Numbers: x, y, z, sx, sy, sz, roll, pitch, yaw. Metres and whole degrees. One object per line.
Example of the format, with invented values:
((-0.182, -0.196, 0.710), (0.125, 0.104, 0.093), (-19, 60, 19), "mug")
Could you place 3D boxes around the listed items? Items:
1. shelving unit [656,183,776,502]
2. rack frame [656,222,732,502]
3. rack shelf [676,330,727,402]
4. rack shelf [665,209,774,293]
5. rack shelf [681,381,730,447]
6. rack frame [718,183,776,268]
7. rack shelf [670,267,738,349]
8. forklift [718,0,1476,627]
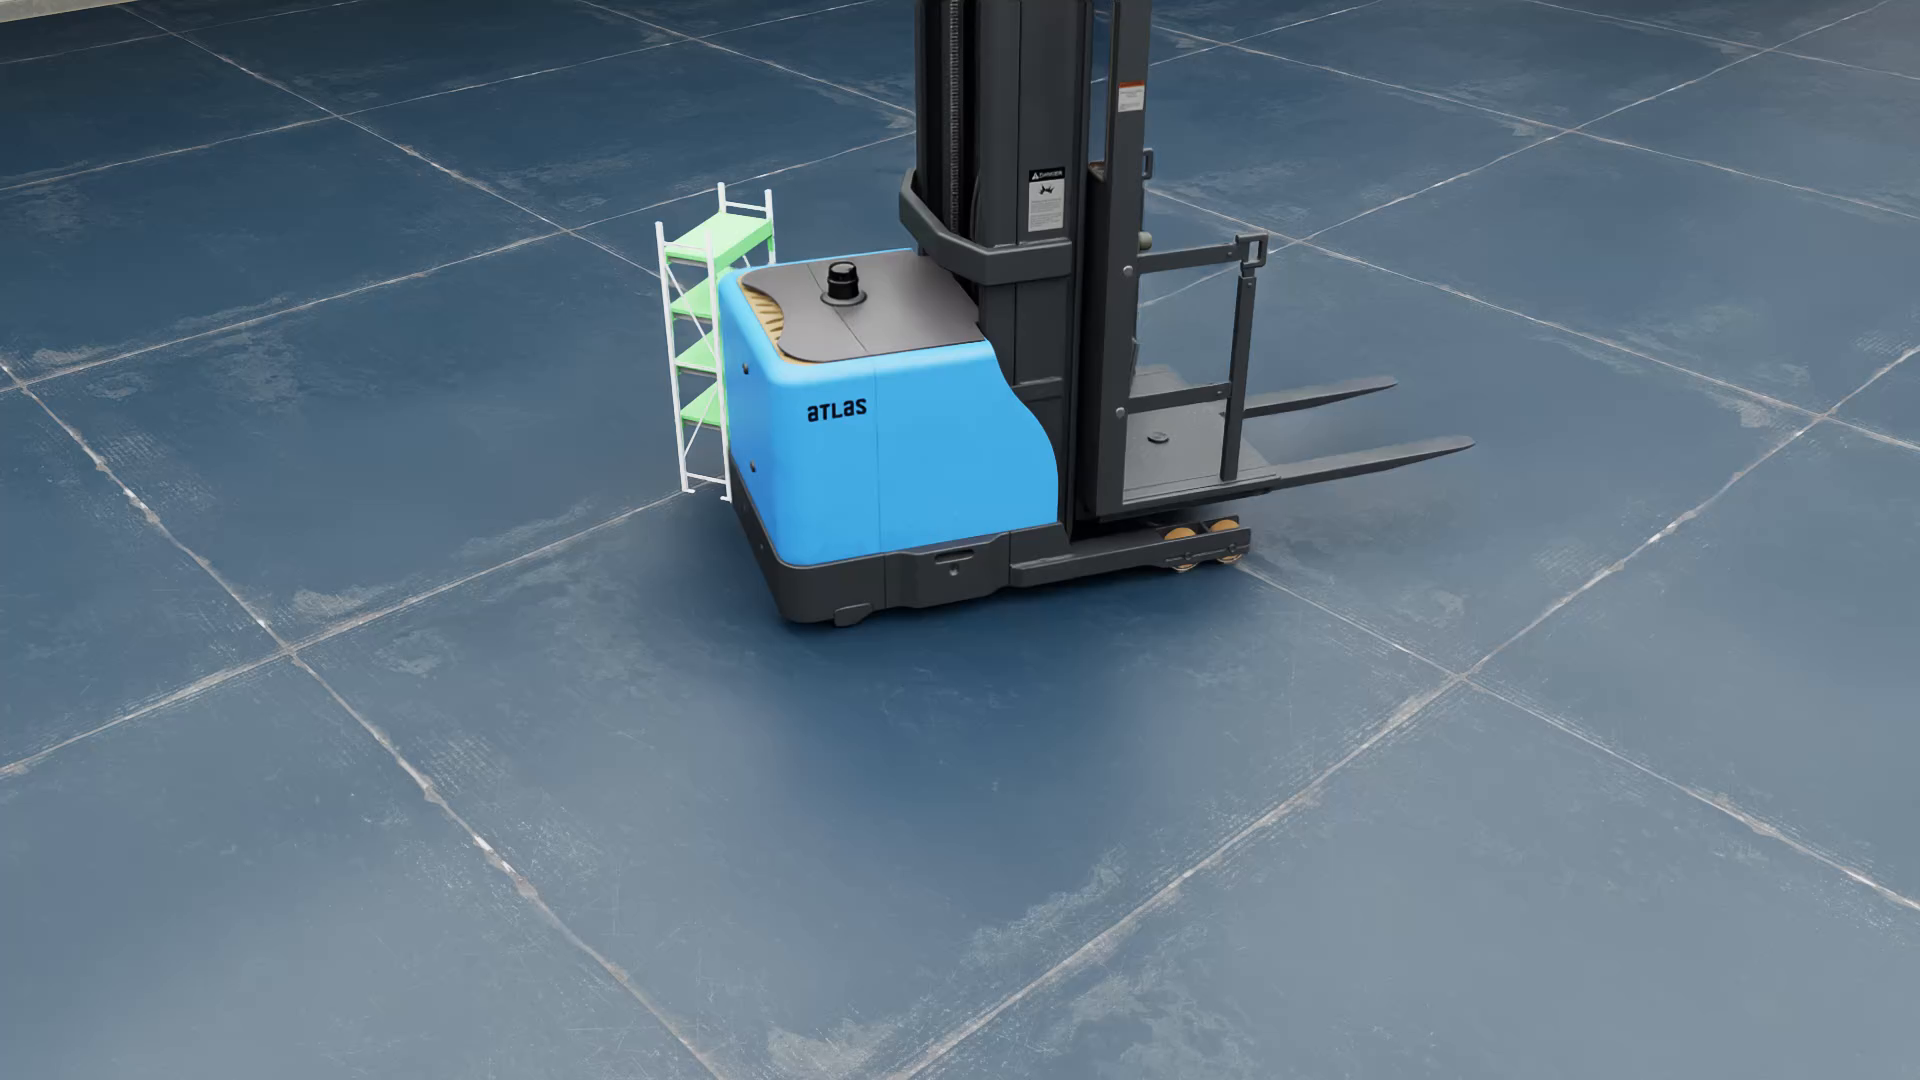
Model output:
((-0.977, -0.818, 6.938), (0.258, 1.200, 0.503), (12, 33, 19), "shelving unit")
((-1.070, -0.701, 6.746), (0.240, 1.200, 0.015), (12, 33, 19), "rack frame")
((-0.977, -0.764, 6.972), (0.258, 0.148, 0.480), (12, 33, 19), "rack shelf")
((-0.977, -1.173, 6.721), (0.258, 0.148, 0.480), (12, 33, 19), "rack shelf")
((-0.977, -0.559, 7.097), (0.258, 0.148, 0.480), (12, 33, 19), "rack shelf")
((-0.884, -0.936, 7.131), (0.240, 1.200, 0.015), (12, 33, 19), "rack frame")
((-0.977, -0.969, 6.847), (0.258, 0.148, 0.480), (12, 33, 19), "rack shelf")
((0.631, -1.380, 6.198), (3.031, 2.935, 1.130), (-10, 33, -16), "forklift")
